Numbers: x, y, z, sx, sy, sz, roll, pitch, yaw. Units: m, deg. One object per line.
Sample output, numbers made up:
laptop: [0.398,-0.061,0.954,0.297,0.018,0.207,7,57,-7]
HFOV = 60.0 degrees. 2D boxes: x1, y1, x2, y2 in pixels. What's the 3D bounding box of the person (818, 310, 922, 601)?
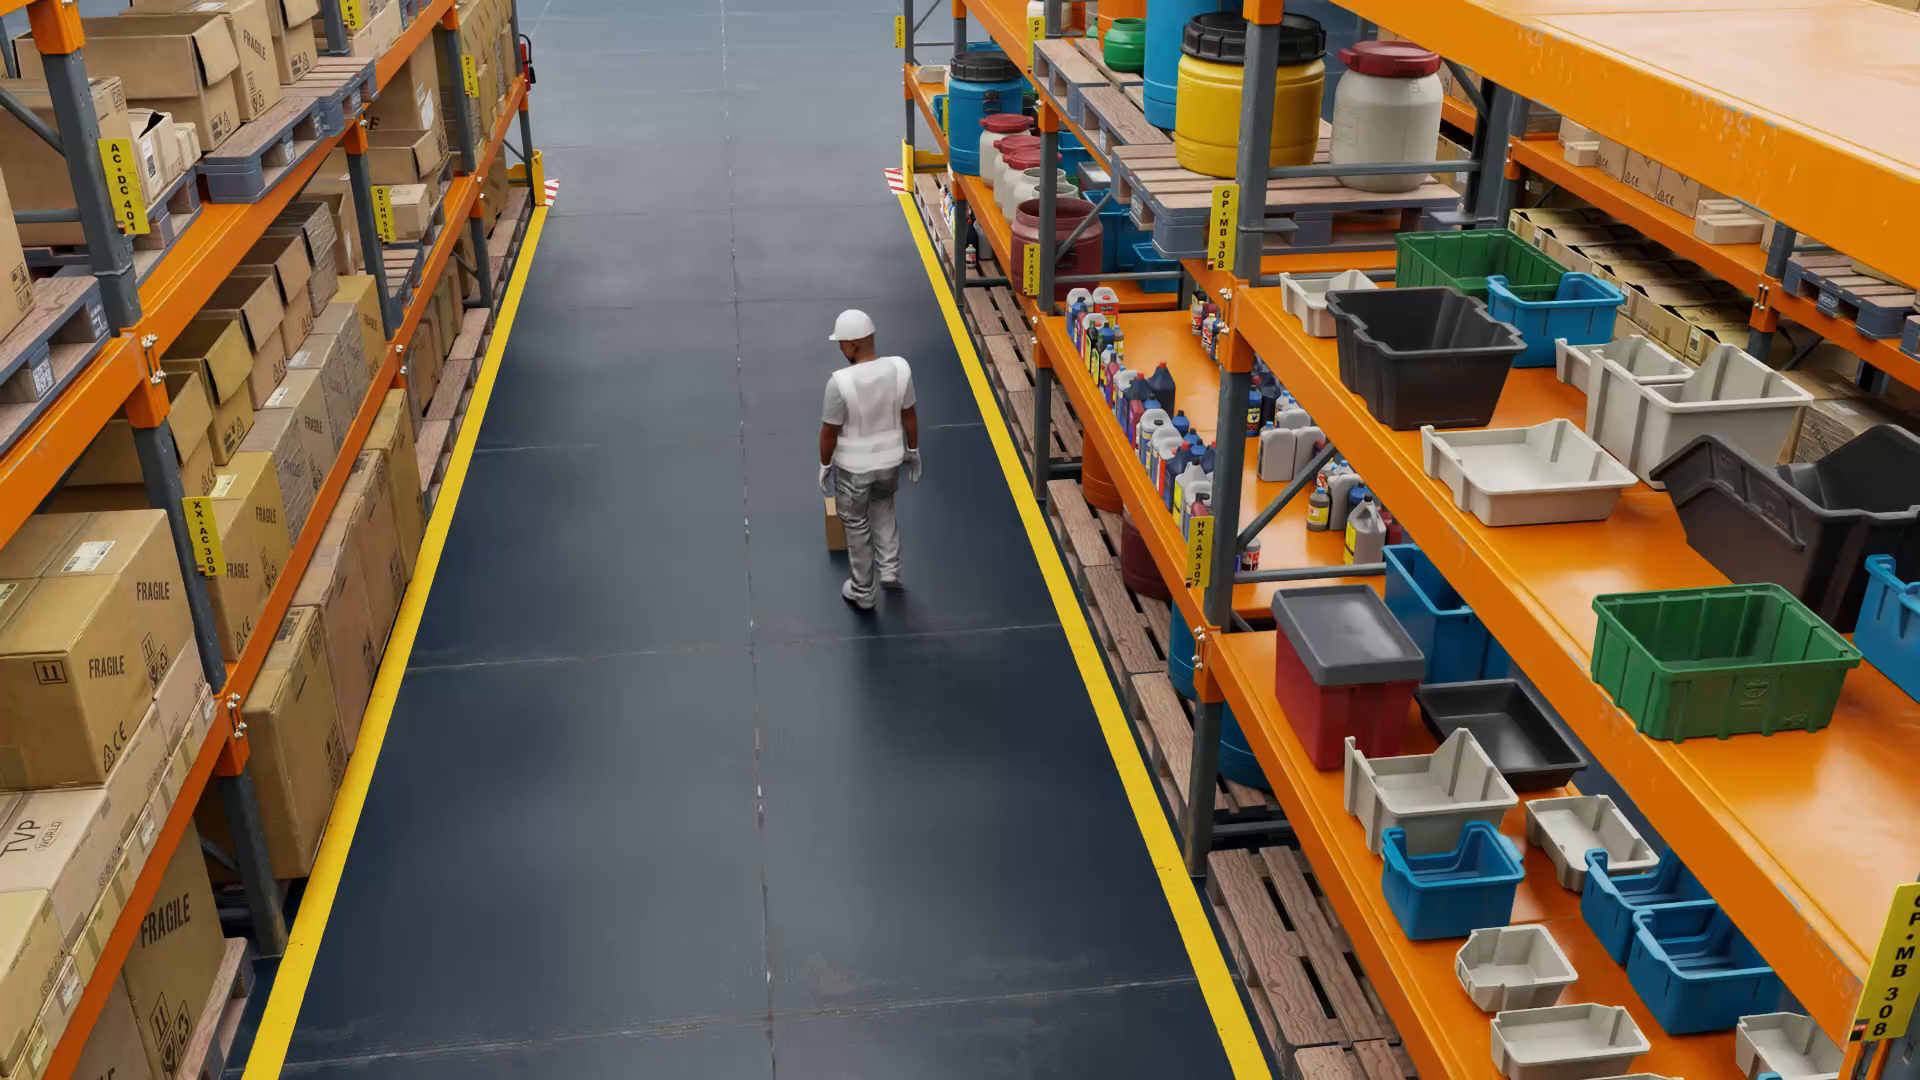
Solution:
person: [-0.544,-0.490,9.437,0.593,1.716,0.423,-15,31,-27]
